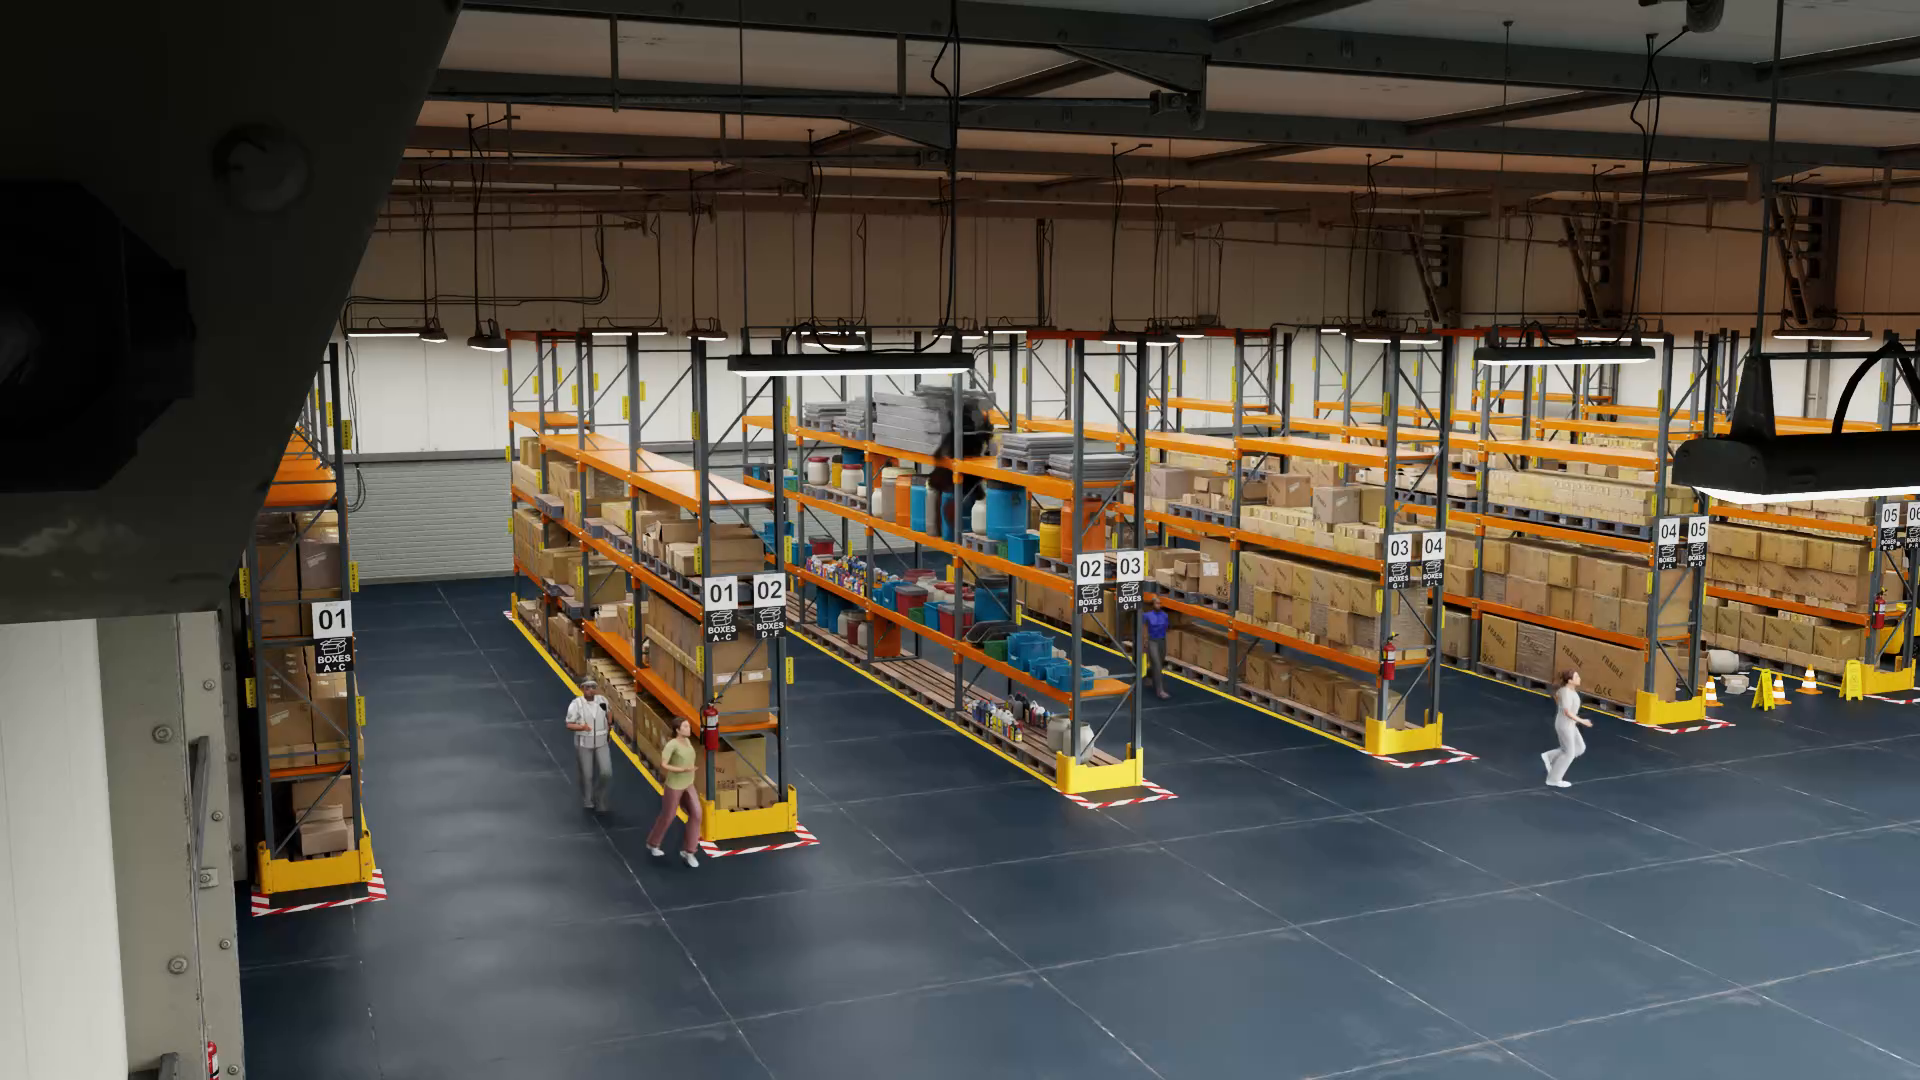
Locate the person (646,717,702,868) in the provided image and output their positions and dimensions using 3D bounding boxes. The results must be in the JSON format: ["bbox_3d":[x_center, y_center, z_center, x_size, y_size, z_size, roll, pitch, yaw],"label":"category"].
[{"bbox_3d":[-3.264,2.882,19.297,0.785,1.695,0.603,5,9,33],"label":"person"}]

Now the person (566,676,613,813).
[{"bbox_3d":[-4.653,2.610,21.094,0.643,1.810,0.676,-4,9,-26],"label":"person"}]

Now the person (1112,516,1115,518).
[{"bbox_3d":[3.625,0.226,39.020,0.661,1.672,0.740,-3,8,-20],"label":"person"}]

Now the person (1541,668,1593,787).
[{"bbox_3d":[8.142,2.507,22.295,0.631,1.625,0.585,3,8,21],"label":"person"}]

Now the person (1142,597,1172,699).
[{"bbox_3d":[3.247,1.751,27.642,0.583,1.633,0.924,-4,9,-26],"label":"person"}]
